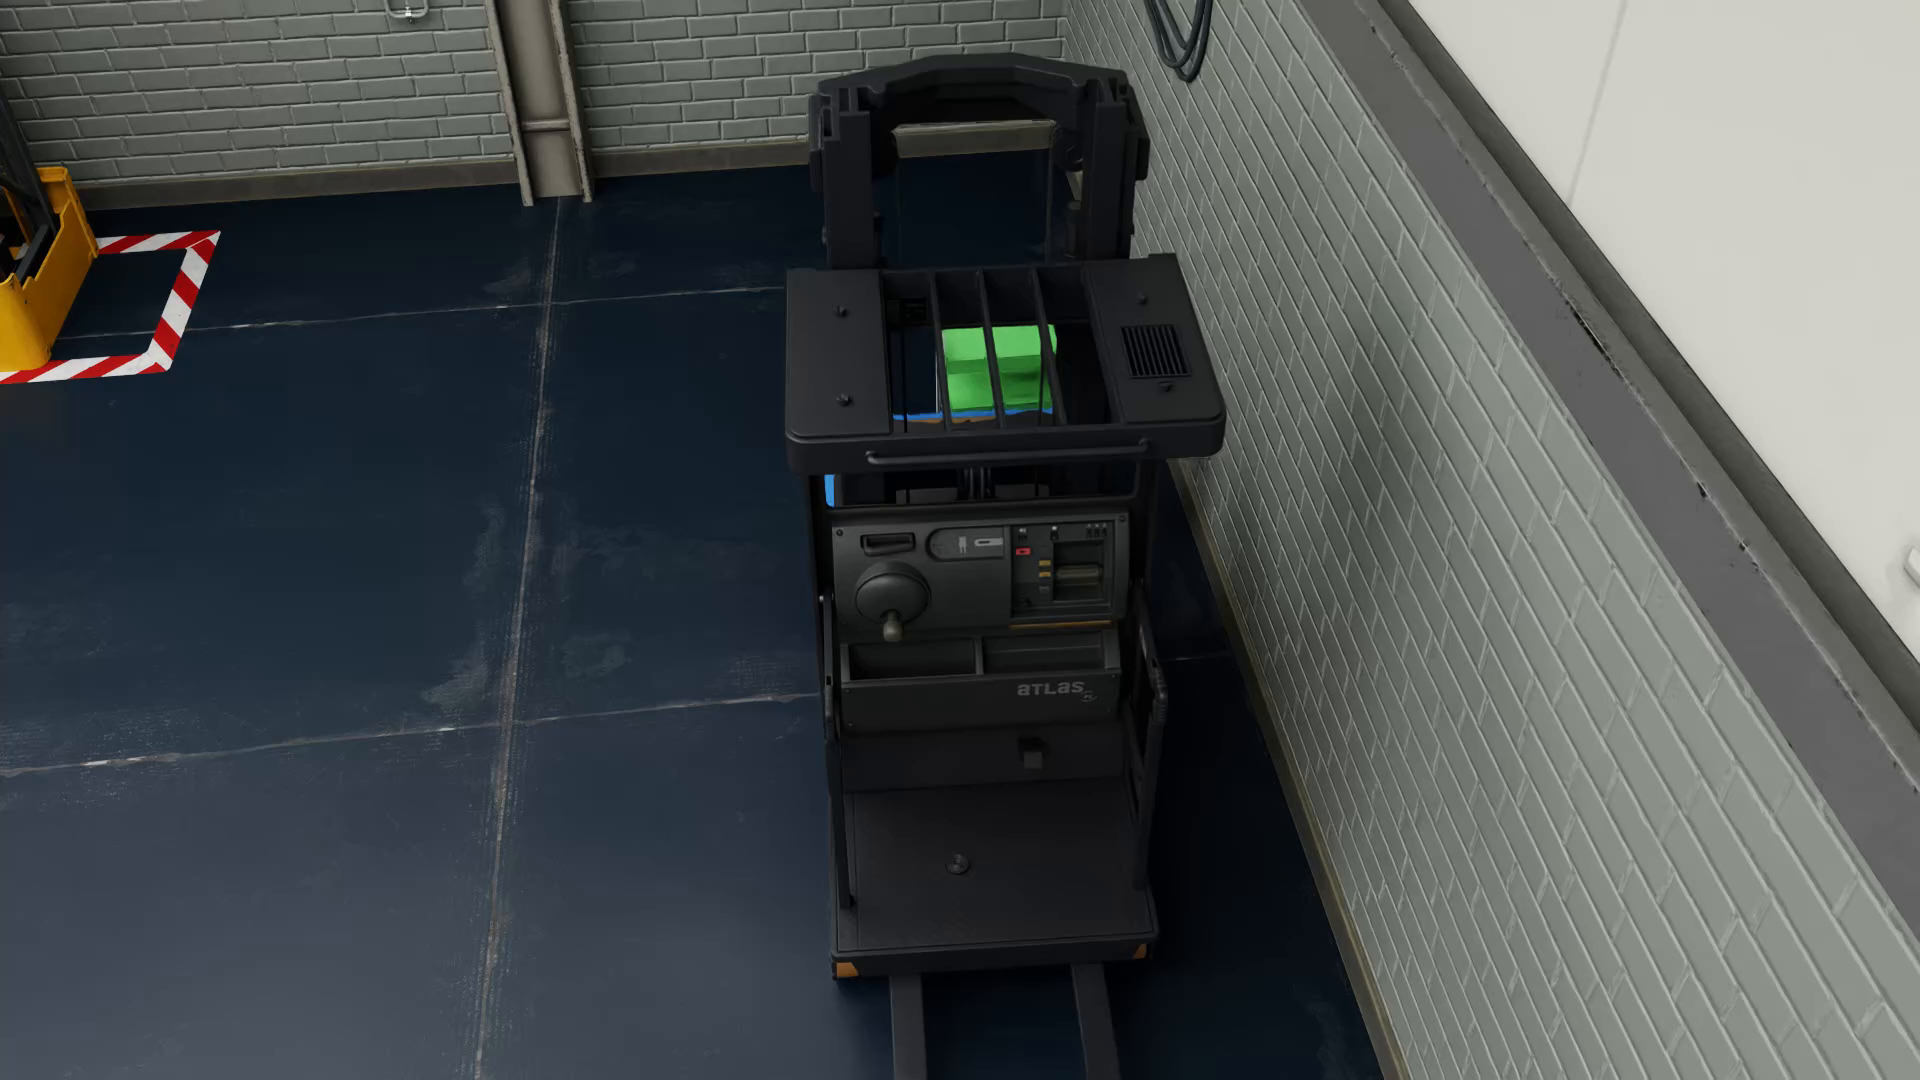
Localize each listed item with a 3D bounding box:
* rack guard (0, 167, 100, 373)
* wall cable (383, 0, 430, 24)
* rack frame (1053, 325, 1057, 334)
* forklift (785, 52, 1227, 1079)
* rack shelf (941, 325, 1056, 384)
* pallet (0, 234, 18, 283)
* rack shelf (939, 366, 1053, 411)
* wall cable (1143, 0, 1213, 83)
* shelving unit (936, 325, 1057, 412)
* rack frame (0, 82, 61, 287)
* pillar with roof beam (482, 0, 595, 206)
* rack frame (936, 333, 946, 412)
[{"bbox_3d":[-4.884,-1.426,8.672,0.348,0.500,1.175,-5,42,-6],"label":"rack guard"},{"bbox_3d":[-3.760,-3.468,8.312,1.851,1.984,0.084,-5,42,-6],"label":"wall cable"},{"bbox_3d":[0.406,-0.481,7.103,0.015,1.200,0.240,-5,42,-6],"label":"rack frame"},{"bbox_3d":[0.086,0.192,5.064,1.130,2.935,3.031,-3,42,-3],"label":"forklift"},{"bbox_3d":[0.164,-0.769,6.800,0.480,0.148,0.258,-5,42,-6],"label":"rack shelf"},{"bbox_3d":[-5.690,-1.195,8.632,1.213,0.211,1.003,-5,42,-6],"label":"pallet"},{"bbox_3d":[0.164,-0.591,6.961,0.480,0.148,0.258,-5,42,-6],"label":"rack shelf"},{"bbox_3d":[0.747,-3.680,7.145,0.112,2.526,3.097,-5,42,-6],"label":"wall cable"},{"bbox_3d":[0.164,-0.460,7.079,0.503,1.200,0.258,-5,42,-6],"label":"shelving unit"},{"bbox_3d":[-4.907,-2.352,7.833,0.127,3.000,1.000,-5,42,-6],"label":"rack frame"},{"bbox_3d":[-1.784,-2.529,3.551,0.400,9.000,9.100,-5,42,-6],"label":"pillar with roof beam"},{"bbox_3d":[-0.078,-0.439,7.056,0.015,1.200,0.240,-5,42,-6],"label":"rack frame"}]
